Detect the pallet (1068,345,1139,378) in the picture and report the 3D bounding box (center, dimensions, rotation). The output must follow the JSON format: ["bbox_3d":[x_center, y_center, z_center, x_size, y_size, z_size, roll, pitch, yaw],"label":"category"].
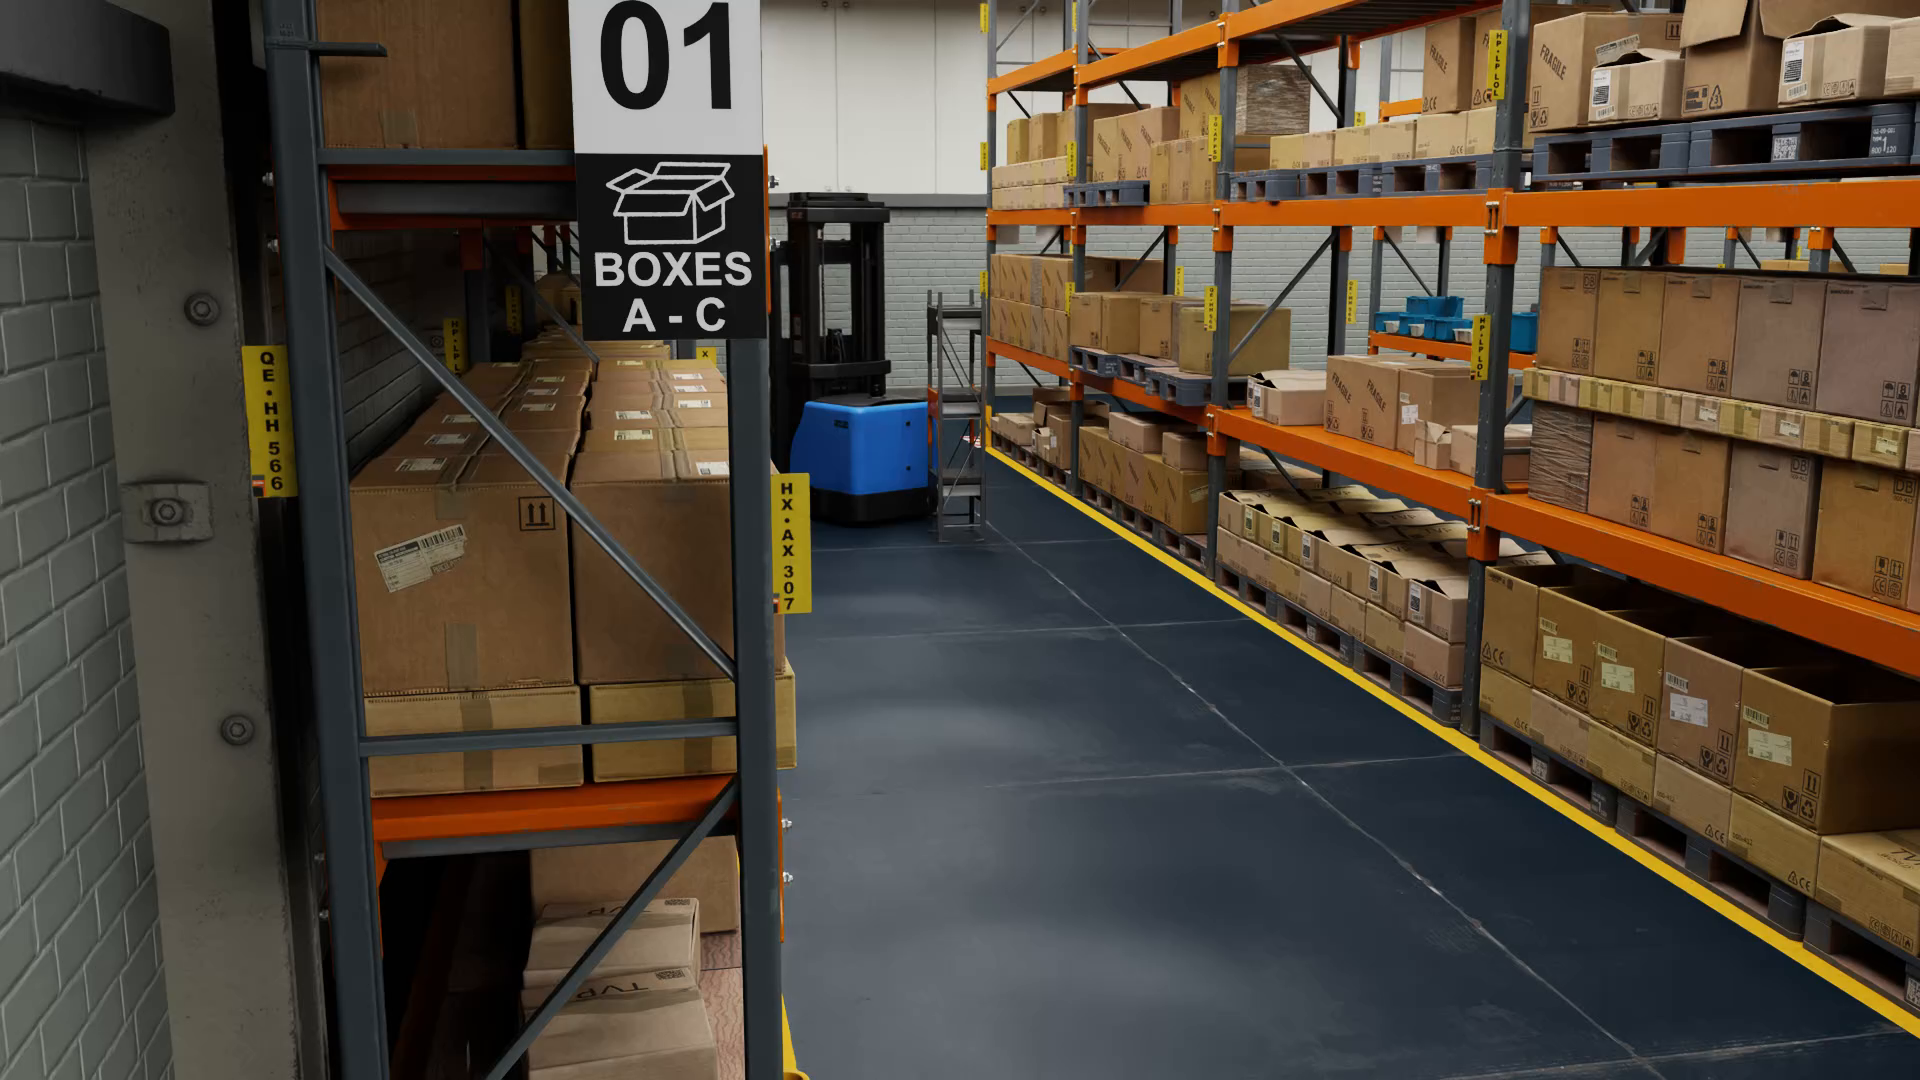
[{"bbox_3d":[1.648,-1.683,15.528,1.003,0.211,1.213,-2,11,-11],"label":"pallet"}]

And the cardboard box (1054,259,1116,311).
[{"bbox_3d":[1.248,-2.551,16.636,0.500,0.500,0.500,-2,11,-11],"label":"cardboard box"}]

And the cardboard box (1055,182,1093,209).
[{"bbox_3d":[1.244,-3.407,16.452,0.500,0.250,0.500,-2,11,-11],"label":"cardboard box"}]

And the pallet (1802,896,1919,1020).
[{"bbox_3d":[3.744,1.505,5.727,1.003,0.211,1.213,-2,11,-11],"label":"pallet"}]

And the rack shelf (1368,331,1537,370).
[{"bbox_3d":[6.070,-2.120,19.238,1.077,0.370,4.000,-2,11,-11],"label":"rack shelf"}]

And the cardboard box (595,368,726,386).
[{"bbox_3d":[-1.205,-0.417,6.707,0.500,0.500,0.500,-2,11,-11],"label":"cardboard box"}]

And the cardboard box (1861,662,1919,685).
[{"bbox_3d":[3.839,0.760,6.405,0.500,0.500,0.500,-2,11,-11],"label":"cardboard box"}]

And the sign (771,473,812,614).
[{"bbox_3d":[-0.392,0.009,3.810,0.100,0.325,0.005,-2,11,-11],"label":"sign"}]

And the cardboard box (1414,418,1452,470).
[{"bbox_3d":[2.805,-0.549,9.416,0.396,0.266,0.258,-2,11,-12],"label":"cardboard box"}]

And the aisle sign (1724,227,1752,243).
[{"bbox_3d":[10.231,-4.300,21.813,0.394,0.787,0.004,-2,11,-11],"label":"aisle sign"}]

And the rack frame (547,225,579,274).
[{"bbox_3d":[-3.258,-1.747,15.350,1.000,3.000,0.127,-2,11,-11],"label":"rack frame"}]

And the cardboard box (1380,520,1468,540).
[{"bbox_3d":[3.020,0.042,10.684,0.500,0.311,0.500,-2,11,-9],"label":"cardboard box"}]

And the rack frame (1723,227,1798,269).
[{"bbox_3d":[10.540,-3.021,22.044,1.000,3.000,0.127,-2,11,-11],"label":"rack frame"}]

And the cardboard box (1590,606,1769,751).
[{"bbox_3d":[3.134,0.596,7.269,0.500,0.500,0.500,-2,11,-11],"label":"cardboard box"}]

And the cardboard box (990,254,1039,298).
[{"bbox_3d":[0.650,-3.110,19.574,0.500,0.500,0.500,-2,11,-9],"label":"cardboard box"}]

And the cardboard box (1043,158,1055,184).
[{"bbox_3d":[1.145,-3.744,16.887,0.500,0.250,0.500,-2,11,-11],"label":"cardboard box"}]

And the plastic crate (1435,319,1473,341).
[{"bbox_3d":[5.721,-2.434,19.249,0.416,0.233,0.300,-2,11,-11],"label":"plastic crate"}]

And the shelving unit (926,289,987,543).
[{"bbox_3d":[-0.032,-1.062,14.160,0.431,2.100,0.503,-2,11,-11],"label":"shelving unit"}]

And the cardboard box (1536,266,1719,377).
[{"bbox_3d":[3.248,-1.065,8.035,0.700,0.500,0.500,-2,11,-11],"label":"cardboard box"}]

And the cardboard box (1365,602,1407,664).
[{"bbox_3d":[2.694,0.526,9.642,0.500,0.250,0.500,-2,11,-12],"label":"cardboard box"}]

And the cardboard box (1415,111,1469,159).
[{"bbox_3d":[2.936,-2.280,9.410,0.500,0.250,0.500,-3,11,-17],"label":"cardboard box"}]

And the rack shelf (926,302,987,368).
[{"bbox_3d":[-0.032,-1.736,14.031,0.431,0.518,0.480,-2,11,-11],"label":"rack shelf"}]

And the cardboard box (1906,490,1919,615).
[{"bbox_3d":[3.749,0.042,5.685,0.700,0.500,0.500,-2,11,-10],"label":"cardboard box"}]

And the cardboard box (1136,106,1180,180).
[{"bbox_3d":[1.888,-3.366,14.178,0.600,0.600,0.600,-3,11,-13],"label":"cardboard box"}]

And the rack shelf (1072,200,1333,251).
[{"bbox_3d":[1.989,-2.681,14.160,1.077,0.370,4.000,-2,11,-11],"label":"rack shelf"}]

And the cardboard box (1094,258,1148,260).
[{"bbox_3d":[1.683,-2.659,17.203,0.500,0.500,0.500,-2,11,-13],"label":"cardboard box"}]

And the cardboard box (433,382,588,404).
[{"bbox_3d":[-1.628,-0.303,6.110,0.500,0.500,0.500,-2,11,-9],"label":"cardboard box"}]

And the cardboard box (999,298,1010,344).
[{"bbox_3d":[0.755,-2.525,19.172,0.500,0.500,0.500,-2,11,-12],"label":"cardboard box"}]

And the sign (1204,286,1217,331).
[{"bbox_3d":[1.847,-1.702,12.232,0.100,0.325,0.005,-2,11,-11],"label":"sign"}]

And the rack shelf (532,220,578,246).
[{"bbox_3d":[-2.870,-2.500,13.210,1.077,0.370,4.000,-2,11,-11],"label":"rack shelf"}]

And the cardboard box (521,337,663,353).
[{"bbox_3d":[-2.028,-0.862,9.256,0.700,0.500,0.500,-1,11,-3],"label":"cardboard box"}]

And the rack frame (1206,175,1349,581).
[{"bbox_3d":[2.378,-1.194,12.446,1.000,3.000,0.127,-2,11,-11],"label":"rack frame"}]

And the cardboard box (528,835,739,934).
[{"bbox_3d":[-1.175,1.095,5.930,0.700,0.500,0.500,-3,11,-15],"label":"cardboard box"}]

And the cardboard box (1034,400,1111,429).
[{"bbox_3d":[1.229,-1.262,18.302,0.797,0.503,0.637,-2,11,-11],"label":"cardboard box"}]

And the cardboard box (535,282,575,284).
[{"bbox_3d":[-3.017,-1.849,12.769,0.500,0.250,0.500,-2,11,-12],"label":"cardboard box"}]

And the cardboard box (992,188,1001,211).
[{"bbox_3d":[0.672,-3.957,19.345,0.500,0.250,0.500,-2,11,-11],"label":"cardboard box"}]

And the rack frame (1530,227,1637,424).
[{"bbox_3d":[6.459,-2.107,17.243,1.000,3.000,0.127,-2,11,-11],"label":"rack frame"}]

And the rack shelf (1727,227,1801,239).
[{"bbox_3d":[10.929,-3.774,19.904,1.077,0.370,4.000,-2,11,-11],"label":"rack shelf"}]

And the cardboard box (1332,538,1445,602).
[{"bbox_3d":[2.594,0.158,10.074,0.500,0.311,0.500,-2,11,-11],"label":"cardboard box"}]

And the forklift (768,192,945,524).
[{"bbox_3d":[-1.465,-1.801,15.818,1.130,2.935,3.031,-9,14,-39],"label":"forklift"}]

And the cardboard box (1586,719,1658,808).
[{"bbox_3d":[3.133,0.964,7.339,0.500,0.250,0.500,-2,11,-11],"label":"cardboard box"}]

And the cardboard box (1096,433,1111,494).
[{"bbox_3d":[1.570,-0.721,15.469,0.500,0.500,0.500,-2,11,-10],"label":"cardboard box"}]

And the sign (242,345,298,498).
[{"bbox_3d":[-1.473,-0.253,3.563,0.100,0.325,0.005,-2,11,-11],"label":"sign"}]

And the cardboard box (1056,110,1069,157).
[{"bbox_3d":[1.406,-4.217,17.368,0.700,0.500,0.500,-2,11,-11],"label":"cardboard box"}]

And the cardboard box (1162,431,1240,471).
[{"bbox_3d":[1.951,-0.723,13.478,0.500,0.250,0.500,-2,11,-9],"label":"cardboard box"}]

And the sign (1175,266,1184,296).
[{"bbox_3d":[2.144,-2.517,16.302,0.100,0.325,0.005,-2,11,-11],"label":"sign"}]

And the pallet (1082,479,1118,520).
[{"bbox_3d":[1.795,-0.410,15.785,1.003,0.211,1.213,-2,11,-11],"label":"pallet"}]

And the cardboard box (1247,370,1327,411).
[{"bbox_3d":[2.406,-1.082,12.096,0.500,0.311,0.500,-1,11,-7],"label":"cardboard box"}]

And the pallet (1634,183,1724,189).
[{"bbox_3d":[6.931,-3.139,15.152,1.003,0.211,1.213,-2,11,-11],"label":"pallet"}]

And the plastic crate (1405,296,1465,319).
[{"bbox_3d":[5.930,-2.833,20.802,0.616,0.435,0.499,-2,11,-11],"label":"plastic crate"}]

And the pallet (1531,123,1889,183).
[{"bbox_3d":[3.347,-1.735,7.503,1.003,0.211,1.213,-2,11,-11],"label":"pallet"}]

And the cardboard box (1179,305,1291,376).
[{"bbox_3d":[2.145,-1.561,12.983,0.700,0.500,0.500,-6,12,-30],"label":"cardboard box"}]

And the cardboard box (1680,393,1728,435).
[{"bbox_3d":[3.273,-0.535,6.985,0.380,0.149,0.250,-2,11,-13],"label":"cardboard box"}]

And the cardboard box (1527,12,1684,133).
[{"bbox_3d":[2.995,-2.156,7.714,0.500,0.500,0.500,-1,11,-6],"label":"cardboard box"}]

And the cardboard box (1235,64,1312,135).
[{"bbox_3d":[2.299,-3.288,12.484,0.500,0.500,0.500,-2,11,-11],"label":"cardboard box"}]

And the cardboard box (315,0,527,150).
[{"bbox_3d":[-1.254,-1.146,3.849,0.500,0.500,0.500,-1,11,-7],"label":"cardboard box"}]

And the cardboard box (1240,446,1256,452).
[{"bbox_3d":[2.263,-0.559,14.622,0.500,0.500,0.500,-3,11,-13],"label":"cardboard box"}]
